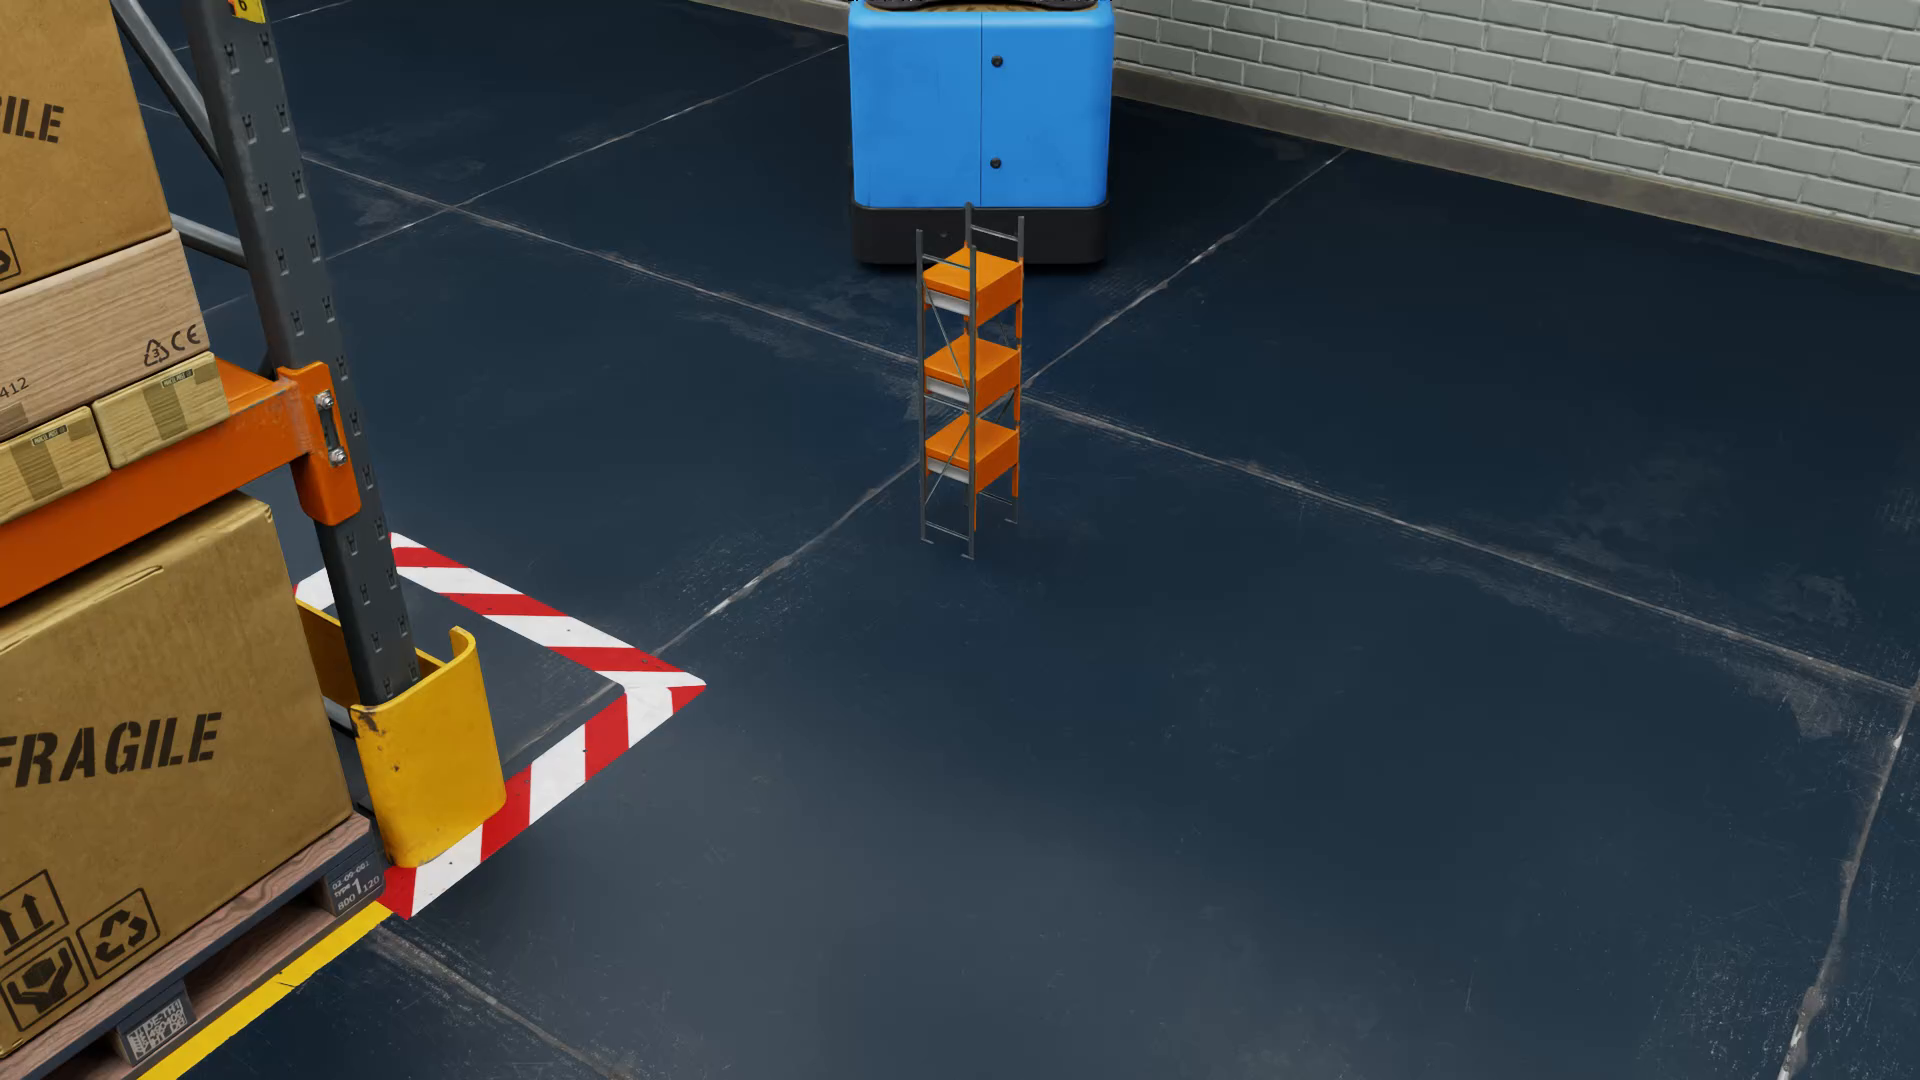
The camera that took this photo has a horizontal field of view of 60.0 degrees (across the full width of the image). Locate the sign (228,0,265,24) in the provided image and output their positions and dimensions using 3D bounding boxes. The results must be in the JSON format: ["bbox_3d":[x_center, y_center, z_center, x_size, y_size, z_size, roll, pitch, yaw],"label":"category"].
[{"bbox_3d":[-1.291,-1.078,2.922,0.100,0.325,0.005,21,39,28],"label":"sign"}]

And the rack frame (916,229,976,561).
[{"bbox_3d":[-0.039,-0.403,4.909,0.200,1.050,0.008,21,39,28],"label":"rack frame"}]

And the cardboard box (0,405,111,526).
[{"bbox_3d":[-1.808,-0.187,3.073,0.380,0.149,0.250,22,40,29],"label":"cardboard box"}]

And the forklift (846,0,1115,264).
[{"bbox_3d":[0.078,-3.131,7.263,1.130,2.935,3.031,0,34,0],"label":"forklift"}]

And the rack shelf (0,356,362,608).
[{"bbox_3d":[-2.869,0.538,2.419,1.077,0.370,4.000,21,39,28],"label":"rack shelf"}]

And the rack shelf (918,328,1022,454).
[{"bbox_3d":[0.031,-0.451,4.998,0.215,0.259,0.240,21,39,28],"label":"rack shelf"}]

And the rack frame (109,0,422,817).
[{"bbox_3d":[-1.729,-0.680,3.578,1.000,3.000,0.127,21,39,28],"label":"rack frame"}]

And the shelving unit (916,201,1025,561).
[{"bbox_3d":[0.031,-0.460,4.992,0.215,1.050,0.252,21,39,28],"label":"shelving unit"}]

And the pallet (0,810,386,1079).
[{"bbox_3d":[-2.120,0.868,3.778,1.003,0.211,1.213,21,39,28],"label":"pallet"}]

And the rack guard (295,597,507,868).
[{"bbox_3d":[-1.715,0.344,4.295,1.175,0.500,0.348,21,39,28],"label":"rack guard"}]

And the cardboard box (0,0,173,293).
[{"bbox_3d":[-1.791,-0.744,2.871,0.500,0.500,0.500,22,40,29],"label":"cardboard box"}]

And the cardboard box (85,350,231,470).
[{"bbox_3d":[-1.661,-0.307,3.251,0.380,0.149,0.250,22,40,29],"label":"cardboard box"}]

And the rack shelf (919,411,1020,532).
[{"bbox_3d":[0.031,-0.221,5.154,0.215,0.259,0.240,21,39,28],"label":"rack shelf"}]

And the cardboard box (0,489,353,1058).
[{"bbox_3d":[-2.028,0.346,3.583,0.875,0.875,0.875,21,39,28],"label":"cardboard box"}]

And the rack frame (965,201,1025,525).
[{"bbox_3d":[0.100,-0.516,5.075,0.200,1.050,0.008,21,39,28],"label":"rack frame"}]

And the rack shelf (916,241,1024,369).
[{"bbox_3d":[0.031,-0.686,4.839,0.215,0.259,0.240,21,39,28],"label":"rack shelf"}]

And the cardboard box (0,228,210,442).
[{"bbox_3d":[-1.787,-0.434,3.082,0.500,0.250,0.500,21,39,27],"label":"cardboard box"}]
